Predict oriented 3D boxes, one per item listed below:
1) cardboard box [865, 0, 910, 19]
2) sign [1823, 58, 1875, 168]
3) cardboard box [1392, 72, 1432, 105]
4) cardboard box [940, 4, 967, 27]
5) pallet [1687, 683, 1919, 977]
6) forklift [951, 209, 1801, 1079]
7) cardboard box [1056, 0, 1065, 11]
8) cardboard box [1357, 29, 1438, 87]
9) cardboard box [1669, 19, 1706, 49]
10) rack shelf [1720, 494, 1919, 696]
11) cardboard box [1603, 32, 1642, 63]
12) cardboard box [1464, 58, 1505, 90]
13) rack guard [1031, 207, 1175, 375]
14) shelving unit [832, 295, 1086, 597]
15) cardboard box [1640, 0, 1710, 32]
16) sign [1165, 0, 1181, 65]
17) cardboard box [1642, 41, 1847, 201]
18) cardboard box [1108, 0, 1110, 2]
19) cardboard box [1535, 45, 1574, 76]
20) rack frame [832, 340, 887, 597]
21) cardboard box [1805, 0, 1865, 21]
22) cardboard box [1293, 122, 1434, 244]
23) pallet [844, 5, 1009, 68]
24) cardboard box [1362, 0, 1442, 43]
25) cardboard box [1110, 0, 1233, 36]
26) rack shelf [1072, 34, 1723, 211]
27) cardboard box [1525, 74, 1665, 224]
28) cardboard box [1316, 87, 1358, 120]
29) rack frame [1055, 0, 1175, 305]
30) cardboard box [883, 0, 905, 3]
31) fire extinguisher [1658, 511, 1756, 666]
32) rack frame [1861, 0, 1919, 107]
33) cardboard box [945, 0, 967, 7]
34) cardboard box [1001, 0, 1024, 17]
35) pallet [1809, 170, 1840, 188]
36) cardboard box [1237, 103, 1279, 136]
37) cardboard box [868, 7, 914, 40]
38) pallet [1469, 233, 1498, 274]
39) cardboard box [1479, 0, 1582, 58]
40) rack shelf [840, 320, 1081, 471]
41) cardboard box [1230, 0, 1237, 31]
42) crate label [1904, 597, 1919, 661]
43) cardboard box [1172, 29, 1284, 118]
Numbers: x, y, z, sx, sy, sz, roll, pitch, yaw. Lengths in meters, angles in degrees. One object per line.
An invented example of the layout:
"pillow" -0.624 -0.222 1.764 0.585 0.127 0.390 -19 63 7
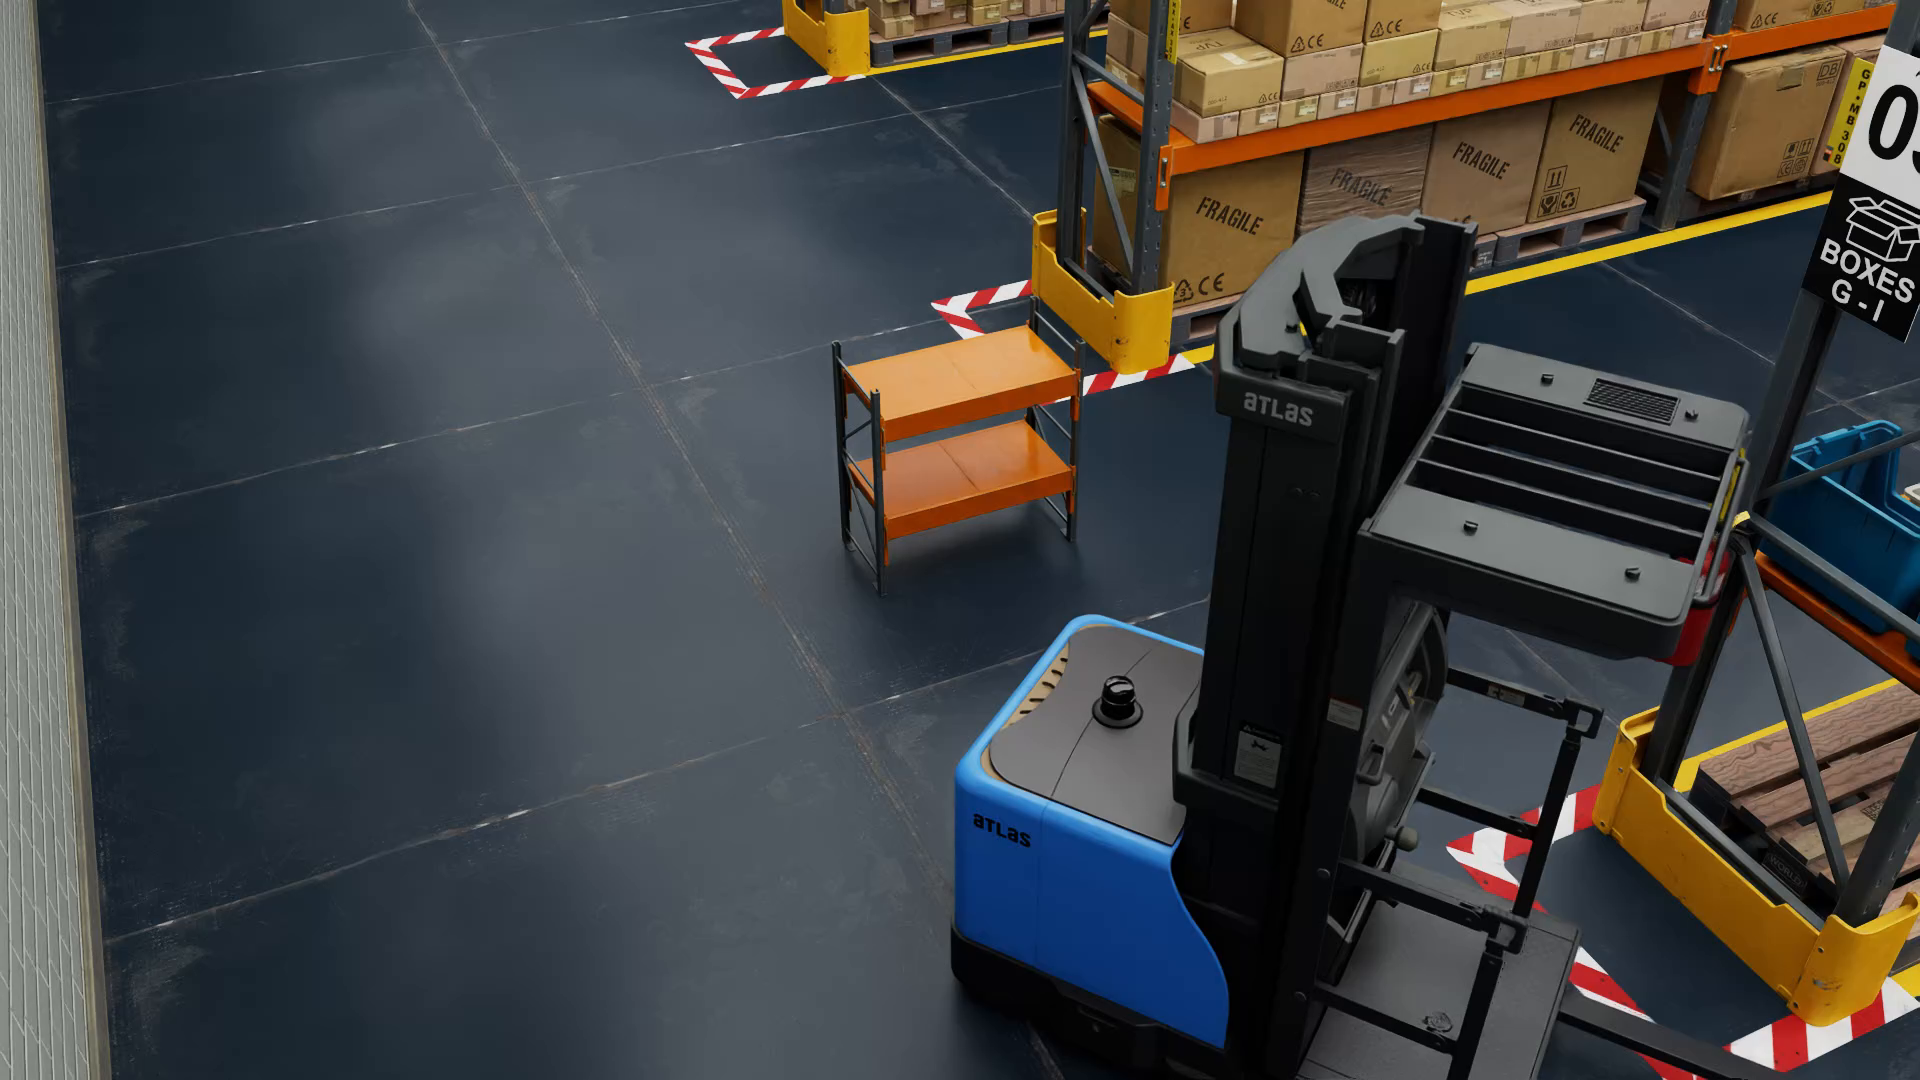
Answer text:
"cardboard box" -0.585 -4.340 13.374 0.250 0.149 0.380 -14 39 -18
"sign" 2.704 -1.286 5.036 0.005 0.325 0.100 -16 39 -20
"cardboard box" 2.472 -2.640 9.502 0.250 0.149 0.380 -16 39 -20
"cardboard box" -0.134 -4.363 13.655 0.250 0.149 0.380 -15 39 -19
"pallet" 3.715 1.101 6.588 1.213 0.211 1.003 -16 39 -20
"forklift" 1.508 0.612 4.965 3.031 2.935 1.130 18 40 23
"cardboard box" 0.837 -4.585 13.954 0.250 0.149 0.380 -16 39 -20
"cardboard box" 2.321 -2.798 9.380 0.500 0.250 0.500 -17 40 -21
"cardboard box" 4.332 -3.160 10.203 0.250 0.149 0.380 -15 39 -20
"rack shelf" 4.762 -0.048 6.401 4.000 0.370 1.077 -16 39 -20
"cardboard box" 3.866 -3.030 10.028 0.250 0.149 0.380 -16 40 -21
"cardboard box" 2.938 -2.771 9.678 0.250 0.149 0.380 -15 39 -19
"rack guard" 0.826 -1.492 9.842 0.348 0.500 1.175 -16 39 -20
"shelving unit" -0.006 -0.450 7.913 1.048 1.125 0.538 -16 39 -20
"cardboard box" 4.180 -3.321 10.085 0.500 0.250 0.500 -16 40 -21
"sign" 1.078 -2.581 8.419 0.005 0.325 0.100 -16 39 -20
"cardboard box" 5.039 -3.003 11.212 0.875 0.875 1.225 -15 39 -20
"cardboard box" 1.305 -4.694 14.101 0.250 0.149 0.380 -16 39 -20
"cardboard box" 3.400 -2.899 9.852 0.250 0.149 0.380 -15 39 -19
"rack frame" -0.466 -0.321 7.739 0.032 1.125 0.500 -16 39 -20
"cardboard box" 5.446 -3.664 10.588 0.500 0.500 0.500 -16 39 -20
"cardboard box" 2.217 -2.253 10.201 0.875 0.875 0.875 -16 39 -20
"pallet" -0.349 -4.288 13.855 1.213 0.211 1.003 -16 39 -20
"cardboard box" 2.316 -3.099 9.158 0.500 0.500 0.500 -17 40 -21
"cardboard box" 1.177 -3.128 9.196 0.500 0.500 0.500 -15 39 -19
"rack shelf" 2.658 -2.720 10.002 4.000 0.370 1.077 -16 39 -20
"cardboard box" 3.837 -2.706 10.811 0.875 0.875 0.875 -16 39 -20
"cardboard box" 2.008 -2.511 9.328 0.250 0.149 0.380 -16 40 -21
"rack frame" 0.848 -2.502 9.106 0.127 3.000 1.000 -16 39 -20
"cardboard box" -0.550 -4.415 13.225 0.250 0.149 0.380 -17 40 -22
"fire extinguisher" 2.622 0.143 5.918 0.183 0.674 0.296 -16 39 -20
"rack frame" 2.952 -2.241 3.717 0.127 3.000 1.000 -16 39 -20
"cardboard box" -0.129 -4.488 13.574 0.250 0.149 0.380 -15 39 -19
"cardboard box" 0.334 -4.485 13.819 0.250 0.149 0.380 -16 39 -20
"pallet" 6.241 -2.942 12.039 1.213 0.211 1.003 -16 39 -20
"cardboard box" 1.541 -2.379 9.150 0.250 0.149 0.380 -16 40 -21
"cardboard box" -0.558 -4.186 13.417 0.250 0.149 0.380 -15 39 -19
"pallet" 2.641 -1.933 10.679 1.213 0.211 1.003 -16 39 -20
"cardboard box" 3.251 -3.059 9.733 0.500 0.250 0.500 -15 39 -19
"rack shelf" -0.006 -0.685 7.738 1.000 0.278 0.538 -16 39 -20
"cardboard box" 1.633 -2.955 9.593 0.500 0.250 0.500 -16 40 -21
"crate label" 3.315 0.327 5.381 0.303 0.233 0.416 -16 39 -20
"cardboard box" 1.397 -2.537 9.029 0.500 0.250 0.500 -17 40 -21
